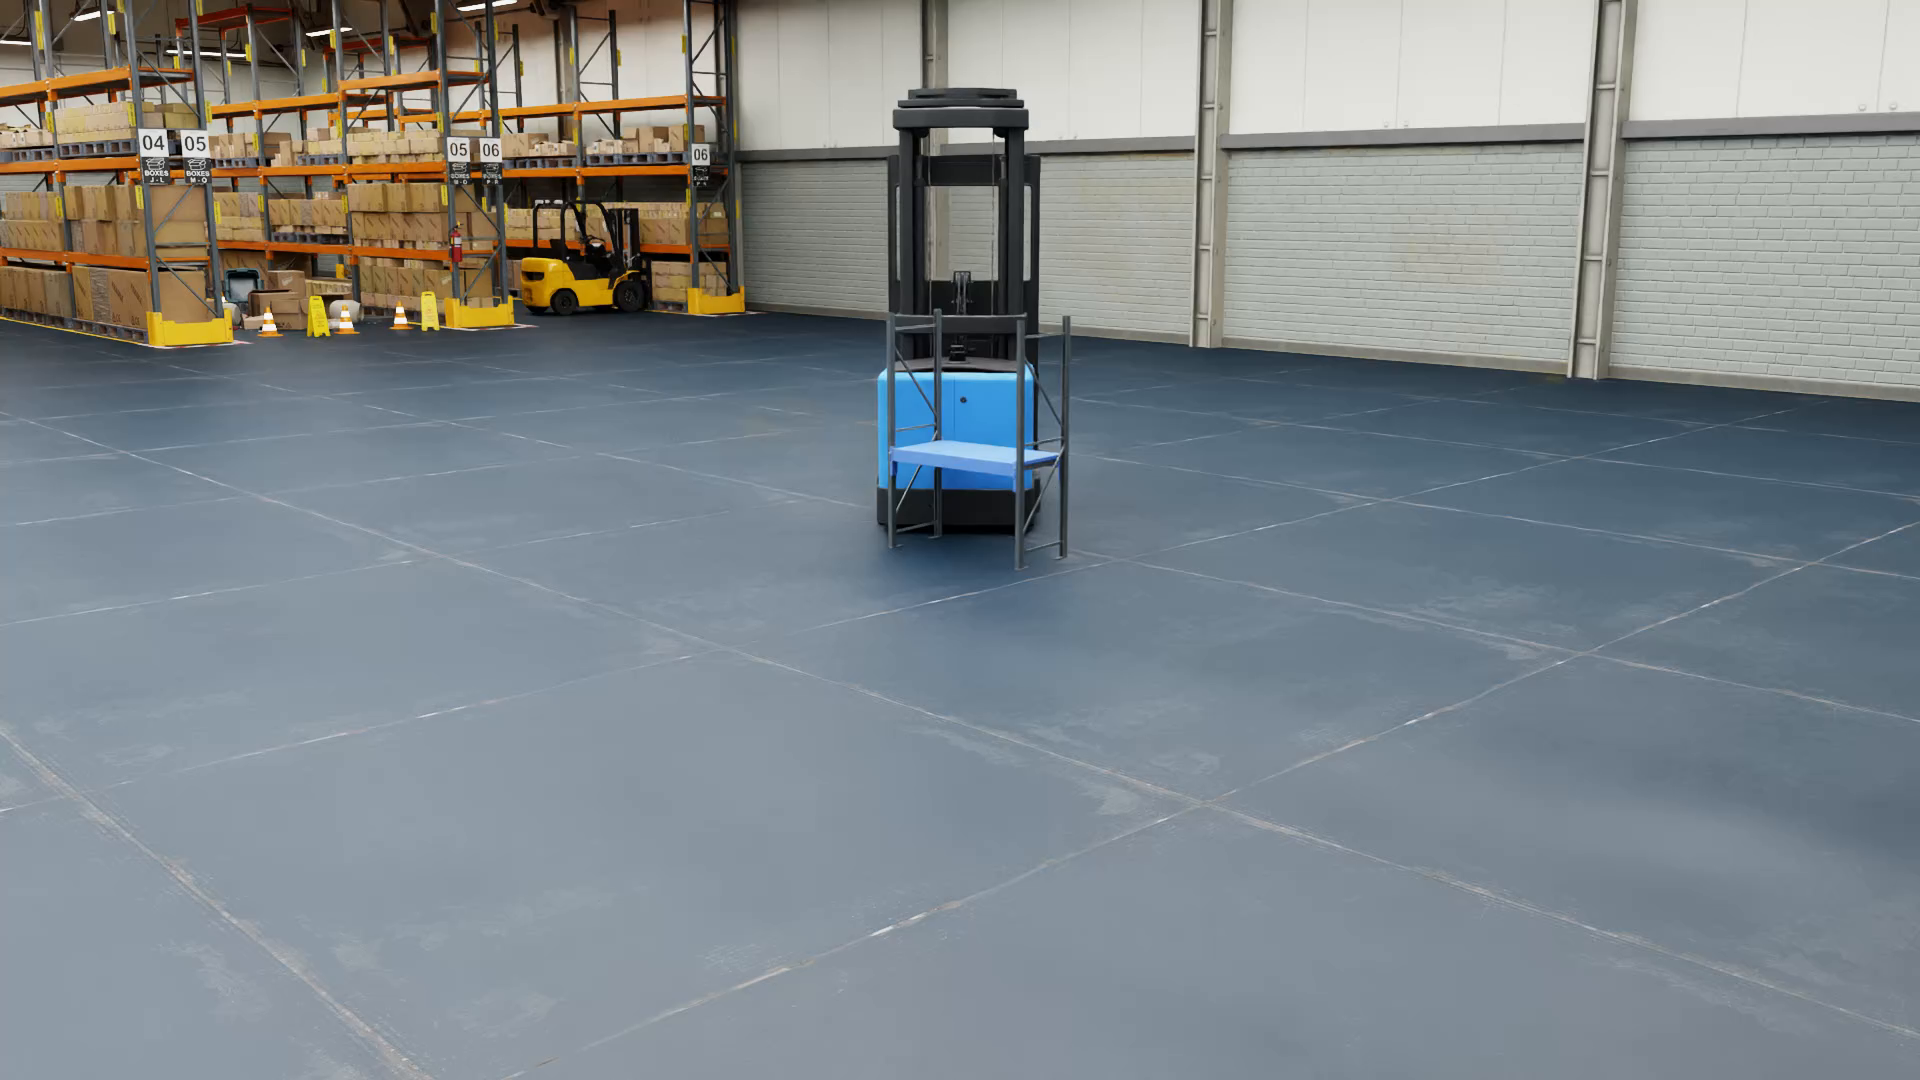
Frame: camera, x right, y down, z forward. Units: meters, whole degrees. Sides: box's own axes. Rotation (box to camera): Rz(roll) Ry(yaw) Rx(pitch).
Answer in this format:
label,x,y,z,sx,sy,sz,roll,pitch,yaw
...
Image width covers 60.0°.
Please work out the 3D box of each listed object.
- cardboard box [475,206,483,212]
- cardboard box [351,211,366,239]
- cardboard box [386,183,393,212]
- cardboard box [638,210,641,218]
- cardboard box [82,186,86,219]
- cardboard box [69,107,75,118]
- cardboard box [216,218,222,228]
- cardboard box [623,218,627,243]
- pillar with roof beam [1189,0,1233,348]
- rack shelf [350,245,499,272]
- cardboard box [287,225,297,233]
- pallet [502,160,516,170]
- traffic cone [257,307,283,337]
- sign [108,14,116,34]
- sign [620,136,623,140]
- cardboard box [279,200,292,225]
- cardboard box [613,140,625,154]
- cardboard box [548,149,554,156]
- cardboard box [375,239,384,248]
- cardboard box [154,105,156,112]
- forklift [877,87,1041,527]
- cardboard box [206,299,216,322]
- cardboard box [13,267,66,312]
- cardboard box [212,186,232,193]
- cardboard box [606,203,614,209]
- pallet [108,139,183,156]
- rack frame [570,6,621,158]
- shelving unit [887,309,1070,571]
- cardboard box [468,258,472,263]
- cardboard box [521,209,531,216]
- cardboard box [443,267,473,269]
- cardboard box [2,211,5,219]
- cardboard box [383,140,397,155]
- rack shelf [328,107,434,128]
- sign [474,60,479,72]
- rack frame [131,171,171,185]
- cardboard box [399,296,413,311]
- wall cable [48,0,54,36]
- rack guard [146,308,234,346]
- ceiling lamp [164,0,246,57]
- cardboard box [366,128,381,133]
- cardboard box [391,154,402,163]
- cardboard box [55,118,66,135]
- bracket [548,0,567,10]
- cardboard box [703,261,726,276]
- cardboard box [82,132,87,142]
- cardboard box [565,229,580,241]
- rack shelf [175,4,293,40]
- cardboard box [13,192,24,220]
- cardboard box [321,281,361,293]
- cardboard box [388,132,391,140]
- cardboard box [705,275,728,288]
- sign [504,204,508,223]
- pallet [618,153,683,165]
label,x,y,z,sx,sy,sz,roll,pitch,yaw
cardboard box,-11.543,-7.539,38.773,0.637,0.503,0.797,11,16,44
cardboard box,-11.005,-5.886,31.061,0.500,0.500,0.500,-11,16,-43
cardboard box,-9.870,-6.166,29.943,0.700,0.500,0.500,-11,16,-43
cardboard box,-6.210,-6.514,33.238,0.380,0.149,0.250,-11,16,-43
cardboard box,-13.924,-5.569,27.462,0.875,0.550,0.550,-11,16,-43
cardboard box,-14.085,-6.869,26.744,0.380,0.149,0.250,-11,16,-43
cardboard box,-15.822,-6.880,36.004,0.500,0.250,0.500,-11,16,-42
cardboard box,-6.680,-6.287,33.744,0.500,0.500,0.500,-11,16,-43
pillar with roof beam,0.587,-6.717,21.213,9.100,9.000,0.400,-11,16,-43
rack shelf,-9.726,-5.150,30.257,1.077,0.370,4.000,-11,16,-43
cardboard box,-13.278,-6.252,33.405,0.380,0.149,0.250,-11,16,-42
pallet,-9.749,-8.360,37.090,1.213,0.211,1.003,-10,15,-40
traffic cone,-11.195,-3.539,26.940,0.336,0.463,0.334,-11,16,-43
sign,-14.199,-8.637,27.824,0.100,0.325,0.005,-11,16,-43
sign,-7.119,-8.325,34.975,0.100,0.325,0.005,-11,16,-43
cardboard box,-13.361,-6.605,33.512,0.500,0.500,0.500,-10,15,-40
cardboard box,-6.714,-7.885,33.363,0.258,0.266,0.396,11,16,44
cardboard box,-8.499,-8.205,35.205,0.380,0.149,0.250,-11,16,-43
cardboard box,-10.558,-5.475,30.676,0.380,0.149,0.250,-10,15,-41
cardboard box,-12.379,-6.701,25.928,0.380,0.149,0.250,-11,16,-42
forklift,0.040,-1.770,12.237,1.130,2.935,3.031,1,12,3
cardboard box,-12.803,-3.783,28.028,0.500,0.500,0.500,-8,14,-33
cardboard box,-16.418,-4.549,30.090,1.050,0.750,0.750,-11,16,-42
cardboard box,-16.662,-7.900,37.491,0.380,0.149,0.250,-11,16,-43
cardboard box,-6.982,-6.797,33.878,0.380,0.149,0.250,-10,16,-41
pallet,-12.375,-6.038,25.572,1.003,0.211,1.213,-11,16,-43
rack frame,-7.520,-9.425,34.356,1.000,3.000,0.127,-11,16,-43
shelving unit,0.106,-0.652,10.360,1.048,1.500,0.538,9,15,38
cardboard box,-11.167,-6.486,38.506,0.250,0.149,0.380,11,16,43
cardboard box,-9.376,-7.162,36.387,0.380,0.149,0.250,-10,16,-41
cardboard box,-9.083,-4.672,30.069,0.500,0.500,0.500,11,16,43
cardboard box,-18.050,-6.055,30.975,0.250,0.149,0.380,11,16,43
cardboard box,-9.952,-7.011,29.708,0.500,0.250,0.500,-11,16,-42
rack shelf,-14.425,-10.530,41.512,1.077,0.370,4.000,-11,16,-43
sign,-10.668,-10.428,36.713,0.100,0.325,0.005,-11,16,-43
rack frame,-19.394,-7.545,40.101,1.000,3.000,0.127,-11,16,-43
cardboard box,-9.815,-4.302,30.132,0.500,0.250,0.500,11,16,43
wall cable,-24.282,-14.360,41.958,2.355,3.000,0.029,-11,16,-43
rack guard,-11.838,-3.278,25.583,1.175,0.500,0.348,-11,16,-43
ceiling lamp,-19.342,-14.102,42.591,2.000,3.185,0.800,-11,16,-43
cardboard box,-11.572,-7.853,32.252,0.500,0.250,0.500,-11,16,-44
cardboard box,-9.886,-6.787,29.611,0.380,0.149,0.250,-11,16,-43
cardboard box,-14.482,-6.775,27.275,0.500,0.250,0.500,-11,16,-42
bracket,-8.700,-11.597,35.978,0.235,0.232,0.430,-11,16,-43
cardboard box,-4.952,-5.348,32.730,0.500,0.250,0.500,-11,16,-43
cardboard box,-13.731,-6.404,26.463,0.380,0.149,0.250,-11,16,-43
cardboard box,-8.057,-6.450,35.156,0.500,0.250,0.500,-10,16,-41
rack shelf,-15.251,-10.883,34.983,1.077,0.370,4.000,-11,16,-43
cardboard box,-16.727,-6.071,30.222,0.700,0.500,0.500,-11,16,-43
cardboard box,-11.970,-4.893,32.701,0.950,0.372,0.625,-10,15,-39
cardboard box,-9.992,-7.224,29.754,0.380,0.149,0.250,-10,16,-41
cardboard box,-4.932,-5.104,32.786,0.500,0.250,0.500,-11,16,-42
sign,-7.952,-5.710,29.047,0.100,0.325,0.005,-11,16,-43
pallet,-6.074,-7.613,33.216,1.003,0.211,1.213,-11,16,-43
